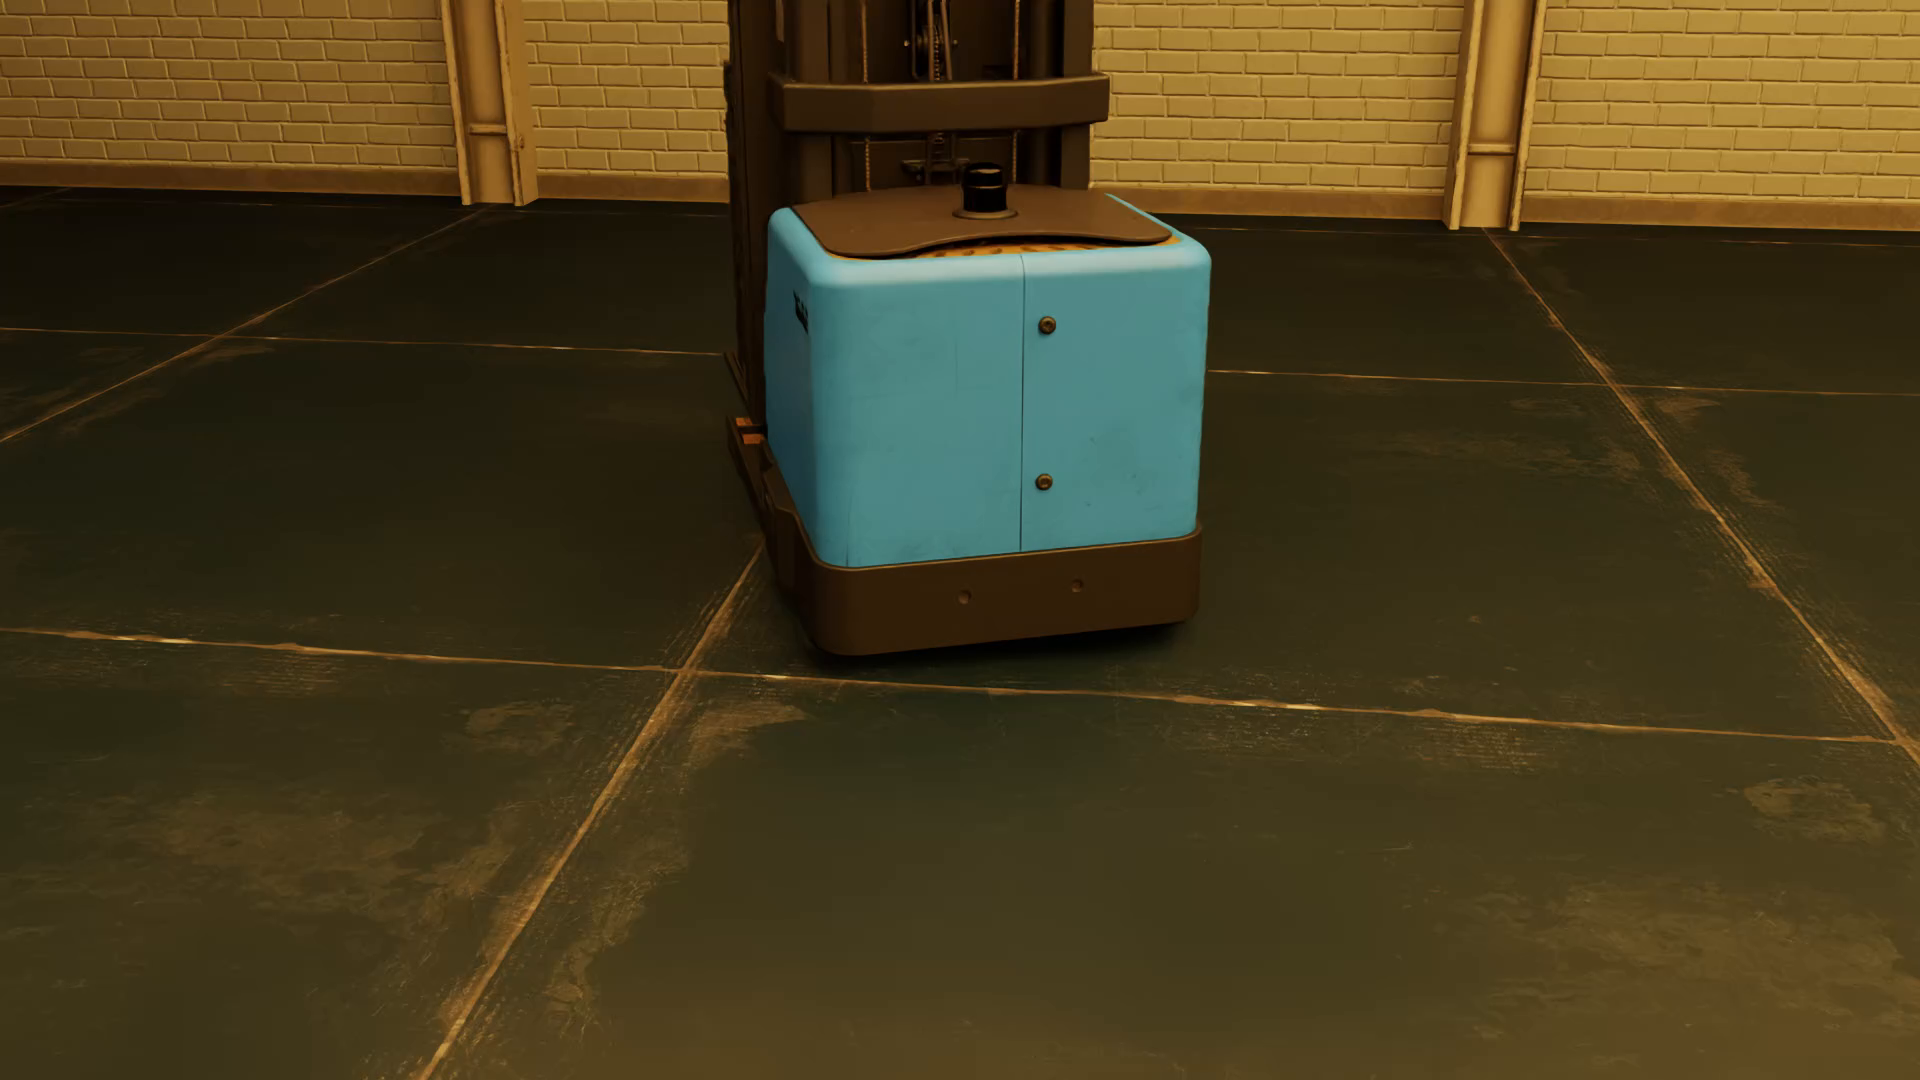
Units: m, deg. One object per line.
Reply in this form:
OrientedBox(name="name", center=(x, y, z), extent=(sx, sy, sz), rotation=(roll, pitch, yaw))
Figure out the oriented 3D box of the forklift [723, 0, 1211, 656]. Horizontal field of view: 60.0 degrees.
OrientedBox(name="forklift", center=(-0.200, -1.583, 5.186), extent=(1.130, 2.935, 3.031), rotation=(-5, 23, -13))
